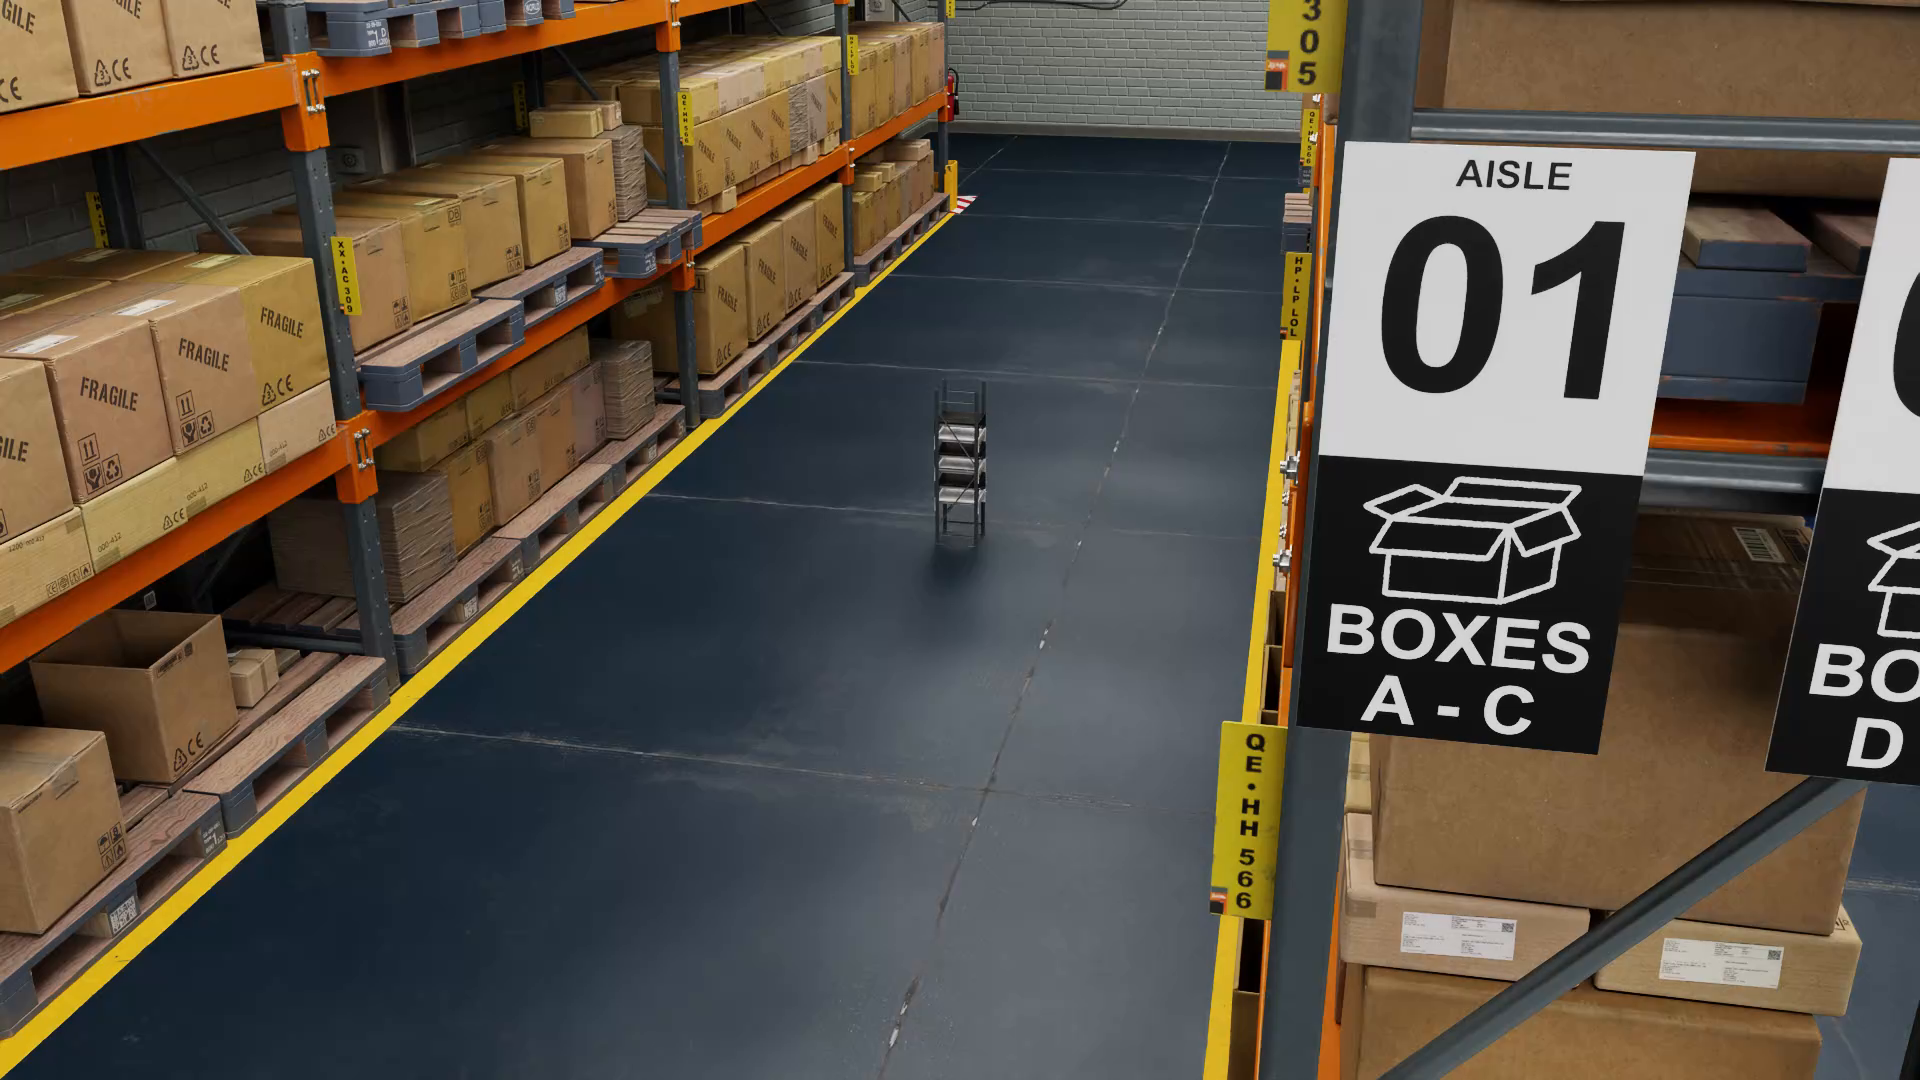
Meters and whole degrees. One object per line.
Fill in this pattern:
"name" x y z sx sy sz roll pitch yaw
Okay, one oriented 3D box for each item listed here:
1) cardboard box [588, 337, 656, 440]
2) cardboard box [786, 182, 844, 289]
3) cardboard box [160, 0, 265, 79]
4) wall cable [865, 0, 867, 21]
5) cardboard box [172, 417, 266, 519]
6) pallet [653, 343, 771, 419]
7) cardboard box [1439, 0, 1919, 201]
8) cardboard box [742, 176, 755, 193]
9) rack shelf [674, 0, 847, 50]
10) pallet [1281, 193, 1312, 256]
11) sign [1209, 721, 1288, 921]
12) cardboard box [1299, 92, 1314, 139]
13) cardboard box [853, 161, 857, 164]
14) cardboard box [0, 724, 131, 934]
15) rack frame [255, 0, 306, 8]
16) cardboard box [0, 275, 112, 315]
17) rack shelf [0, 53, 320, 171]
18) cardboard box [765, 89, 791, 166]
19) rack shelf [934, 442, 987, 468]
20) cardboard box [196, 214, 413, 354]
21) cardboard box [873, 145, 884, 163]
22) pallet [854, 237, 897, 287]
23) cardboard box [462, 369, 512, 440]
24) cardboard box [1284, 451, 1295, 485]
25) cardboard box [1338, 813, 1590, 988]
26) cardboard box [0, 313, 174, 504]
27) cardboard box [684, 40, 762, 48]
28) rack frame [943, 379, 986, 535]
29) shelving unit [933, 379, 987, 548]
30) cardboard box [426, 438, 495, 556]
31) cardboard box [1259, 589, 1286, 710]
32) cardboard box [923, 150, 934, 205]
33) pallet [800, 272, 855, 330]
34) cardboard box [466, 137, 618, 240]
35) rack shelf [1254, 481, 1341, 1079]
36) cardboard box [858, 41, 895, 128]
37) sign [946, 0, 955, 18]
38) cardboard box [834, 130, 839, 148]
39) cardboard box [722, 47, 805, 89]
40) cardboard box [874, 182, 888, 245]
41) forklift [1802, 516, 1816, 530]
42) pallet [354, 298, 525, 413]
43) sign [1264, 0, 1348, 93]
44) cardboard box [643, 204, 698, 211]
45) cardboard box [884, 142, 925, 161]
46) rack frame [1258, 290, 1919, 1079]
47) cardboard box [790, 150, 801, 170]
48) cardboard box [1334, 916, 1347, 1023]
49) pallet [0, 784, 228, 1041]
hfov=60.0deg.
"cardboard box" -2.360 -0.971 10.505 0.700 0.500 0.500 5 22 12
"cardboard box" -1.453 -2.606 14.125 0.750 0.750 0.750 5 22 12
"cardboard box" -2.942 -1.973 6.061 0.500 0.500 0.500 5 22 12
"wall cable" -1.296 -6.131 19.201 0.084 1.984 1.851 4 22 11
"cardboard box" -2.990 -0.292 6.238 0.500 0.250 0.500 5 22 11
"pallet" -2.029 -1.182 12.007 1.003 0.211 1.213 4 22 11
"cardboard box" 1.075 -0.800 2.422 0.797 0.503 0.637 6 23 15
"cardboard box" -1.735 -2.661 12.256 0.380 0.149 0.250 5 22 12
"rack shelf" -1.856 -3.982 12.174 1.077 0.370 4.000 4 22 11
"pallet" 2.656 -1.981 10.515 1.213 0.211 1.003 4 22 11
"sign" 0.425 0.415 2.440 0.100 0.325 0.005 4 22 11
"cardboard box" 3.087 -3.365 12.997 0.700 0.500 0.500 -3 22 -7
"cardboard box" -1.208 -3.602 16.197 0.380 0.149 0.250 5 22 11
"cardboard box" -3.352 0.969 5.690 0.700 0.500 0.500 3 22 8
"rack frame" -3.080 -3.513 6.031 1.000 3.000 0.127 4 22 11
"cardboard box" -3.490 -0.673 6.180 0.500 0.500 0.500 4 22 11
"rack shelf" -3.488 -1.057 4.910 1.077 0.370 4.000 4 22 11
"cardboard box" -1.597 -3.108 12.497 0.500 0.500 0.500 5 22 12
"rack shelf" 0.002 -0.473 9.172 0.258 0.077 0.200 4 22 11
"cardboard box" -2.943 -1.164 7.507 0.700 0.500 0.500 5 22 11
"cardboard box" -1.001 -3.976 17.126 0.380 0.149 0.250 5 22 11
"pallet" -1.216 -2.635 15.613 1.003 0.211 1.213 4 22 11
"cardboard box" -2.757 -0.745 8.942 0.500 0.250 0.500 4 22 9
"cardboard box" 1.882 -0.260 8.352 0.500 0.311 0.500 4 22 10
"cardboard box" 0.845 0.607 2.829 0.380 0.149 0.250 4 22 10
"cardboard box" -3.084 -0.455 5.639 0.500 0.500 0.500 4 22 9
"cardboard box" -1.897 -3.857 13.354 0.500 0.250 0.500 5 22 12
"rack frame" 0.022 -0.458 9.285 0.240 0.900 0.006 4 22 11
"shelving unit" 0.002 -0.420 9.193 0.258 0.900 0.210 4 22 11
"cardboard box" -2.890 -0.238 8.687 0.700 0.500 0.500 4 22 10
"cardboard box" 1.369 0.524 6.151 0.500 0.500 0.500 4 22 11
"cardboard box" -0.677 -3.891 17.783 0.700 0.500 0.500 4 22 11
"pallet" -1.531 -2.075 14.223 1.003 0.211 1.213 4 22 11
"cardboard box" -2.438 -2.065 9.742 0.700 0.500 0.500 2 22 6
"rack shelf" 1.362 0.711 4.536 1.077 0.370 4.000 4 22 11
"cardboard box" -1.167 -4.259 15.512 0.980 0.700 0.700 4 22 10
"sign" -0.103 -5.720 17.673 0.100 0.325 0.005 4 22 11
"cardboard box" -1.240 -3.404 14.099 0.380 0.149 0.250 5 22 11
"cardboard box" -1.511 -3.635 12.800 0.500 0.250 0.500 5 22 12
"cardboard box" -1.089 -3.141 15.920 0.700 0.500 0.500 4 22 10
"forklift" 5.061 -1.426 8.970 1.130 2.935 3.031 6 23 13
"pallet" -2.782 -0.910 7.854 1.003 0.211 1.213 4 22 11
"sign" 0.425 -0.703 1.990 0.100 0.325 0.005 4 22 11
"cardboard box" -1.970 -2.189 11.083 0.380 0.149 0.250 4 22 10
"cardboard box" -0.576 -4.037 17.278 0.380 0.149 0.250 5 22 12
"rack frame" 0.954 1.109 2.585 1.000 3.000 0.127 4 22 11
"cardboard box" -1.476 -3.033 13.178 0.380 0.149 0.250 4 22 11
"cardboard box" 1.164 0.700 3.466 0.700 0.500 0.500 5 22 12
"pallet" -3.429 1.259 5.945 1.003 0.211 1.213 4 22 11
